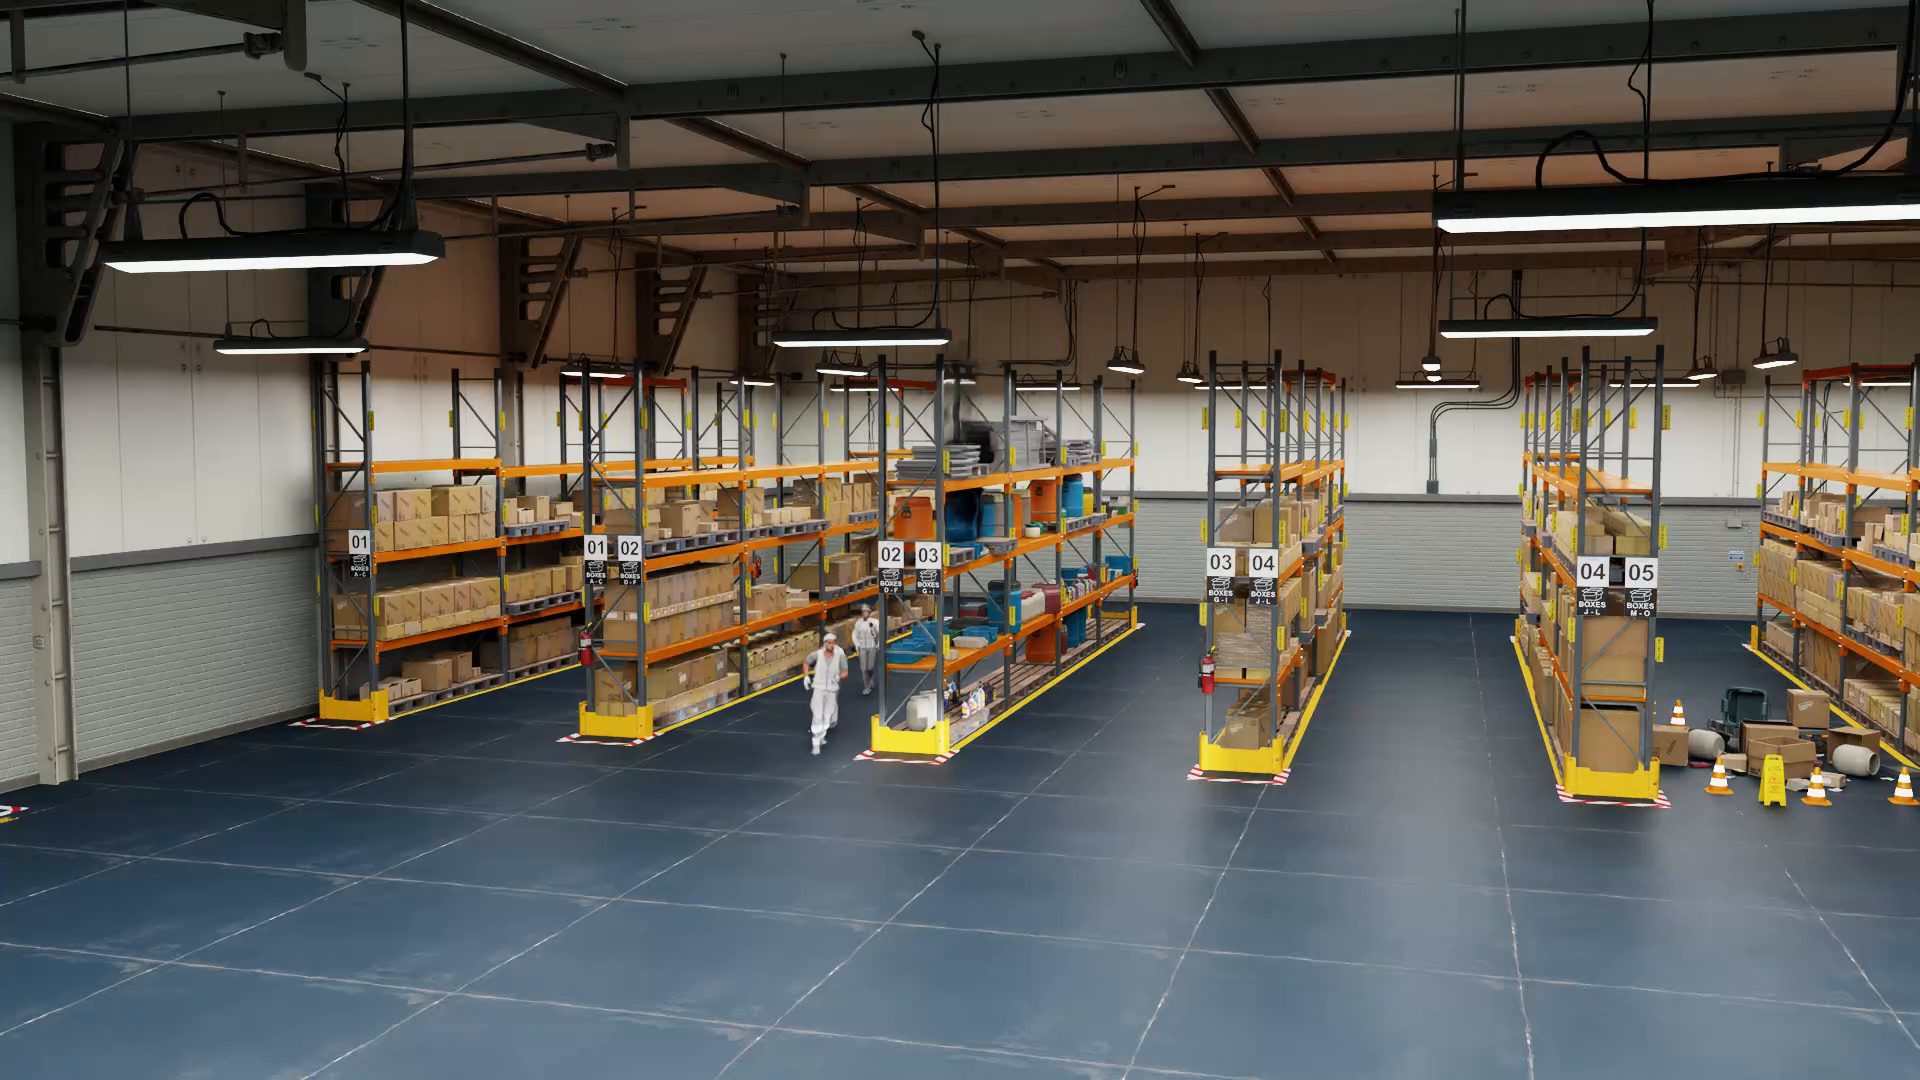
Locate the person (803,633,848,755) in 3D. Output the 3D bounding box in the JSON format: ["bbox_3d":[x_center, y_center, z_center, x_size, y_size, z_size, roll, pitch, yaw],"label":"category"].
[{"bbox_3d":[-2.040,2.328,25.341,0.677,1.838,0.794,-1,4,-13],"label":"person"}]

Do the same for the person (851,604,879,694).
[{"bbox_3d":[-1.704,1.999,30.549,0.625,1.663,0.490,1,4,11],"label":"person"}]

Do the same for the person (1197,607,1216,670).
[{"bbox_3d":[4.944,1.824,32.263,0.689,1.704,0.587,1,4,16],"label":"person"}]

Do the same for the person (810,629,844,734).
[{"bbox_3d":[-2.091,2.282,26.753,0.557,1.727,0.743,1,4,19],"label":"person"}]
